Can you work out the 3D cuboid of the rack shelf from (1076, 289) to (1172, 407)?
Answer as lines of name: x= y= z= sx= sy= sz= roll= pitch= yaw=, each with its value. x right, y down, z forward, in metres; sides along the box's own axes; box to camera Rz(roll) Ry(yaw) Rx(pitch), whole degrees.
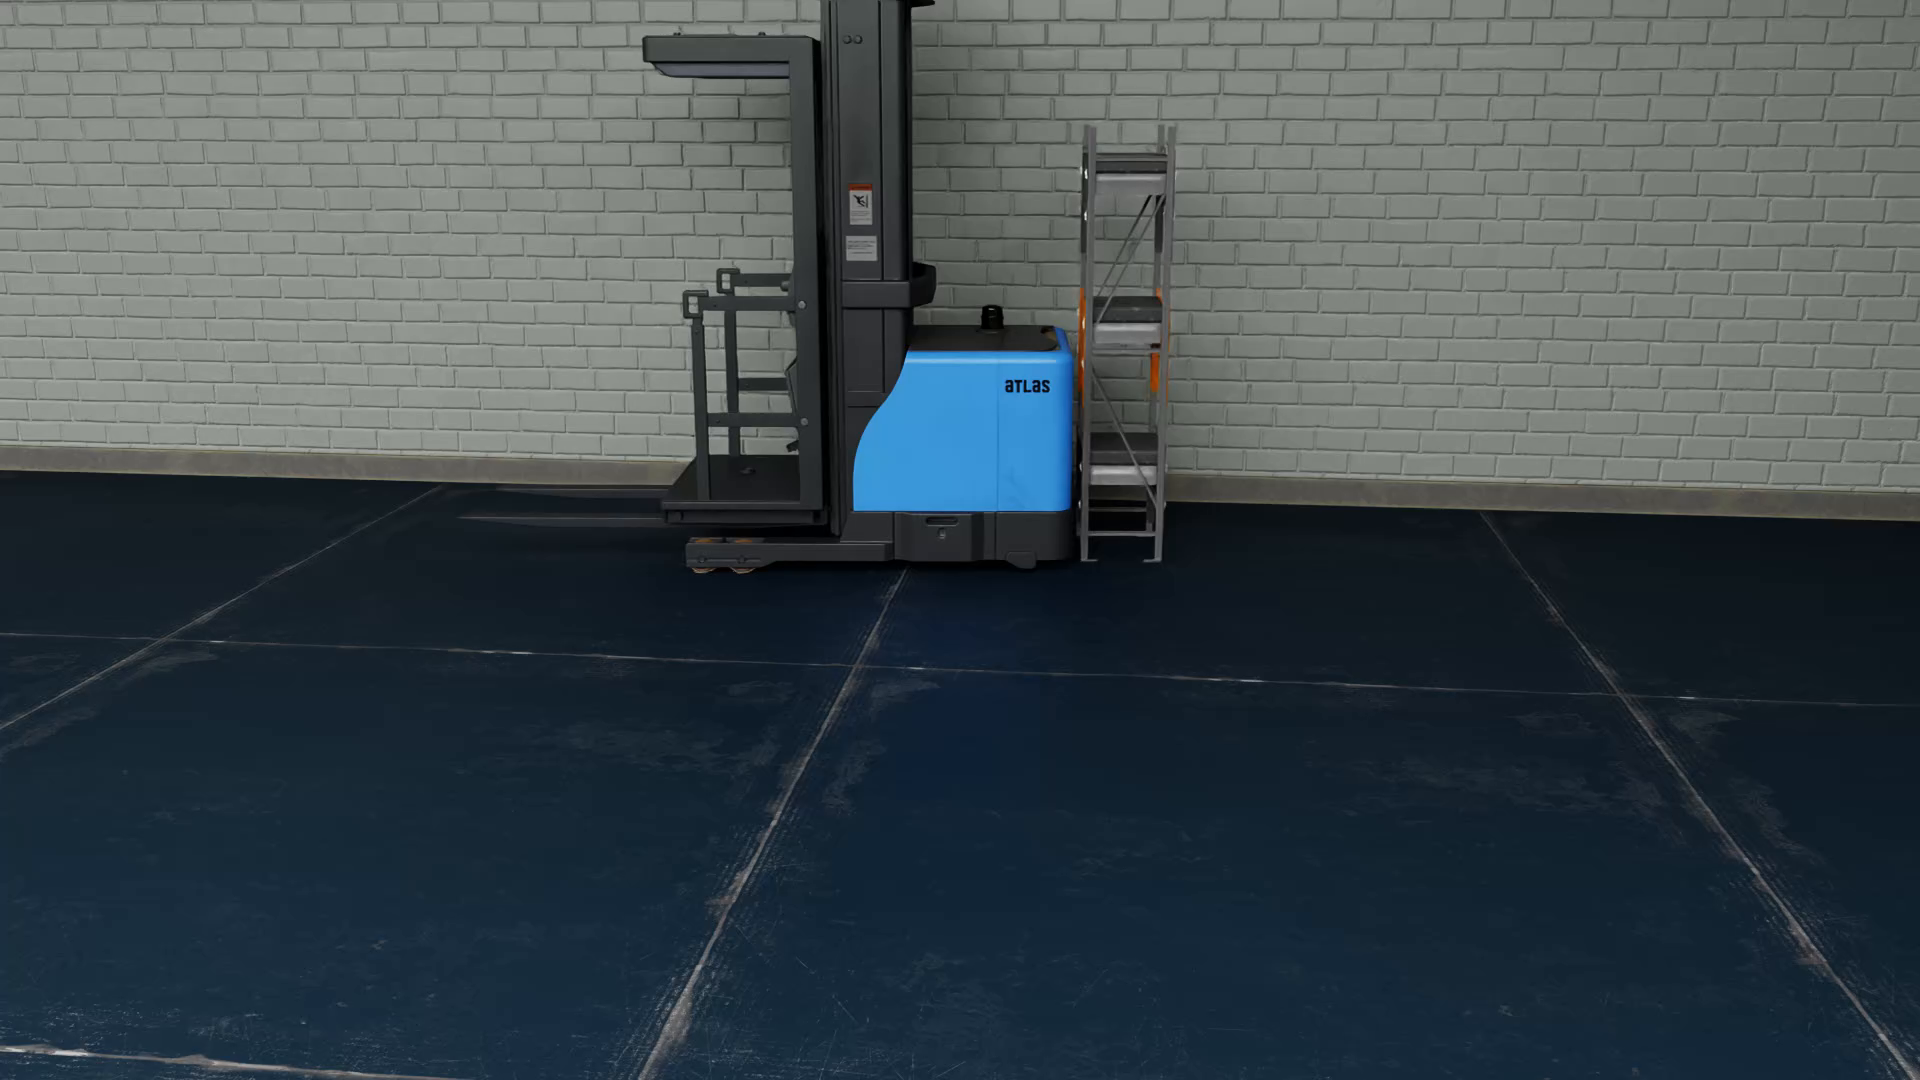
rack shelf: x=0.804 y=-0.956 z=8.228 sx=0.431 sy=0.518 sz=0.480 roll=0 pitch=15 yaw=1

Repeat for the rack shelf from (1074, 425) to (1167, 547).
rack shelf: x=0.804 y=-0.280 z=8.410 sx=0.431 sy=0.518 sz=0.480 roll=0 pitch=15 yaw=1

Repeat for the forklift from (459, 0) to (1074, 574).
forklift: x=-0.956 y=-1.390 z=8.186 sx=3.031 sy=2.935 sz=1.130 roll=0 pitch=15 yaw=1

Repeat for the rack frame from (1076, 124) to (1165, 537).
rack frame: x=0.808 y=-1.033 z=8.460 sx=0.400 sy=2.100 sz=0.015 roll=0 pitch=15 yaw=1

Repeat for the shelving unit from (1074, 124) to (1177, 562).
shelving unit: x=0.804 y=-0.969 z=8.224 sx=0.431 sy=2.100 sz=0.503 roll=0 pitch=15 yaw=1

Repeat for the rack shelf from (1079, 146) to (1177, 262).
rack shelf: x=0.804 y=-1.632 z=8.045 sx=0.431 sy=0.518 sz=0.480 roll=0 pitch=15 yaw=1

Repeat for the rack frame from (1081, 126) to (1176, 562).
rack frame: x=0.799 y=-0.906 z=7.989 sx=0.400 sy=2.100 sz=0.015 roll=0 pitch=15 yaw=1
